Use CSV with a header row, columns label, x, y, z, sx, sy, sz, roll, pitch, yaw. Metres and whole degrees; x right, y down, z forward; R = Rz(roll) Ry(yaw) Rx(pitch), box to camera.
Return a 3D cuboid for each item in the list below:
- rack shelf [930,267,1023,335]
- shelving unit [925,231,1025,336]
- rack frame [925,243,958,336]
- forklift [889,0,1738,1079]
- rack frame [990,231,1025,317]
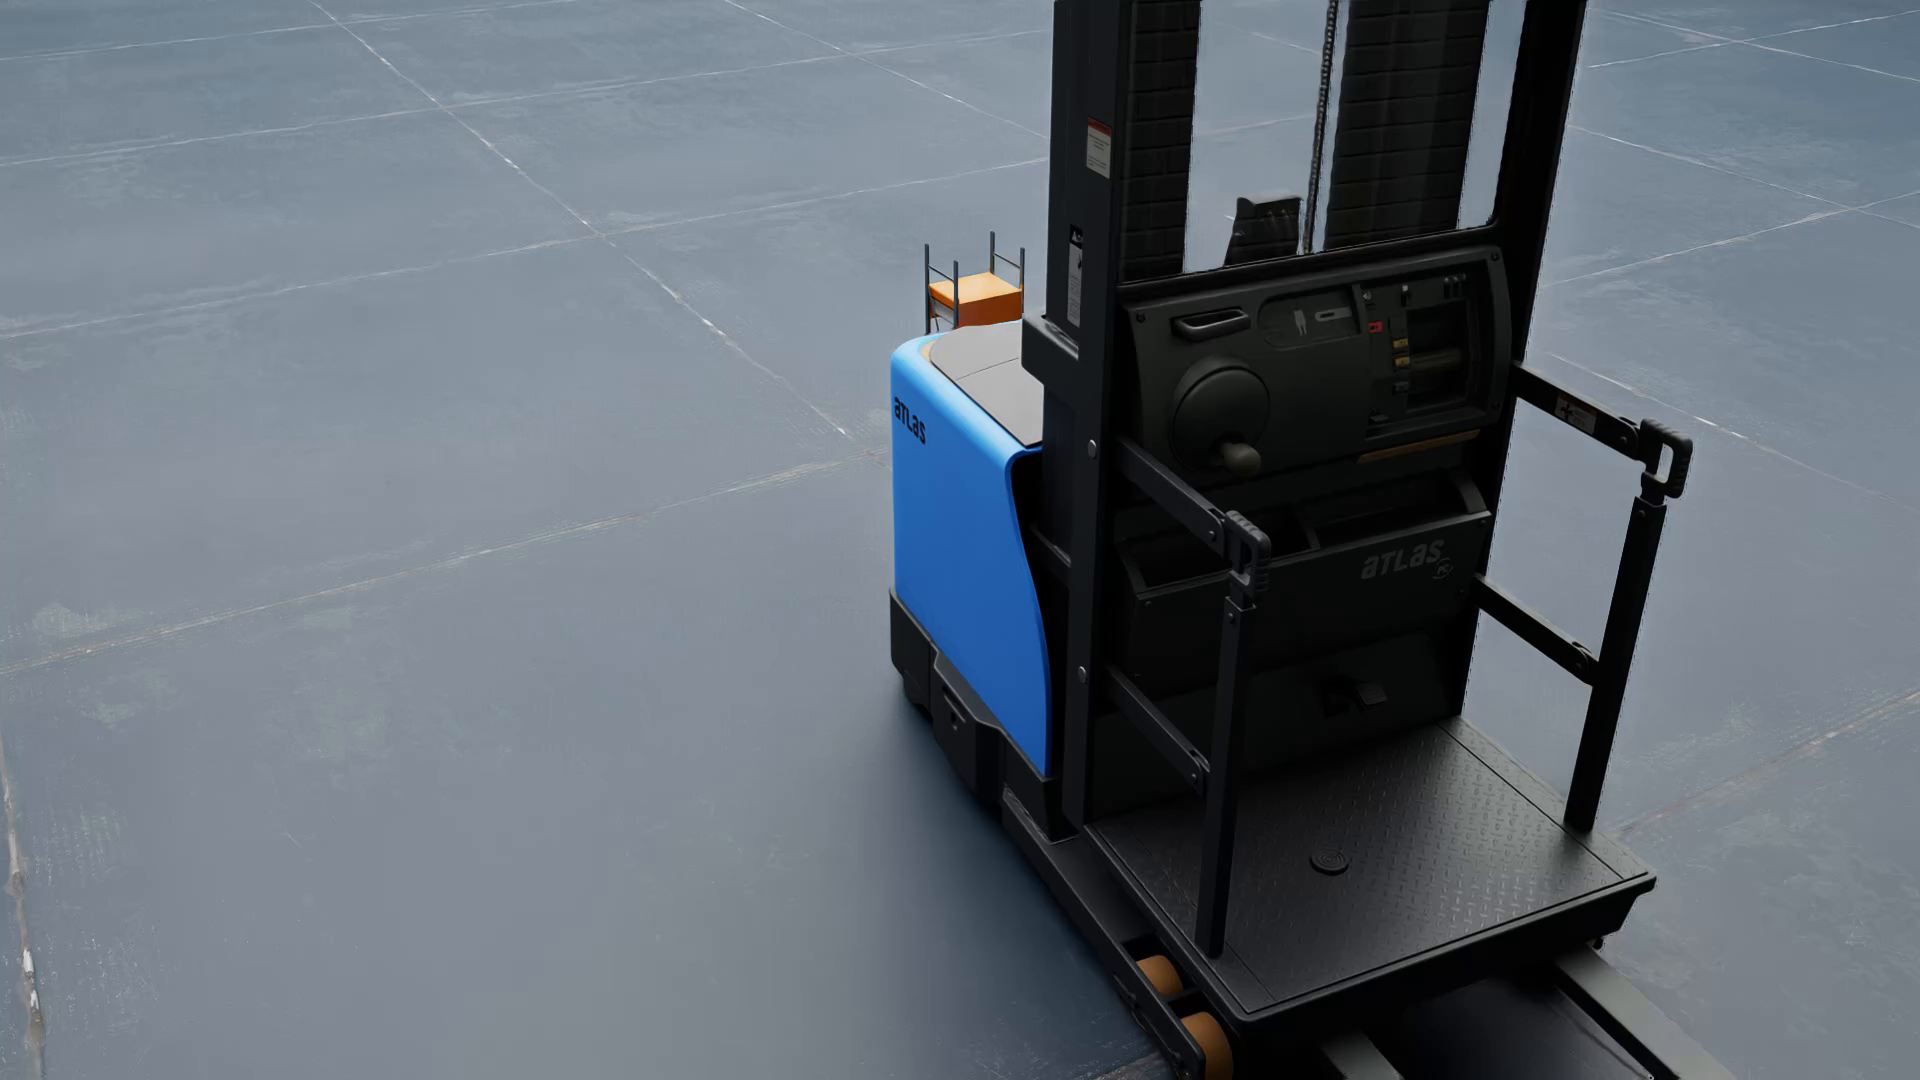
label,x,y,z,sx,sy,sz,roll,pitch,yaw
rack shelf,0.046,-0.712,5.388,0.240,0.259,0.215,-16,33,-26
shelving unit,0.046,-0.473,5.520,0.252,1.050,0.215,-16,33,-26
rack frame,-0.059,-0.443,5.466,0.008,1.050,0.200,-16,33,-26
forklift,0.859,-0.332,3.319,1.130,2.935,3.031,-12,31,-21
rack frame,0.151,-0.503,5.574,0.008,1.050,0.200,-16,33,-26
